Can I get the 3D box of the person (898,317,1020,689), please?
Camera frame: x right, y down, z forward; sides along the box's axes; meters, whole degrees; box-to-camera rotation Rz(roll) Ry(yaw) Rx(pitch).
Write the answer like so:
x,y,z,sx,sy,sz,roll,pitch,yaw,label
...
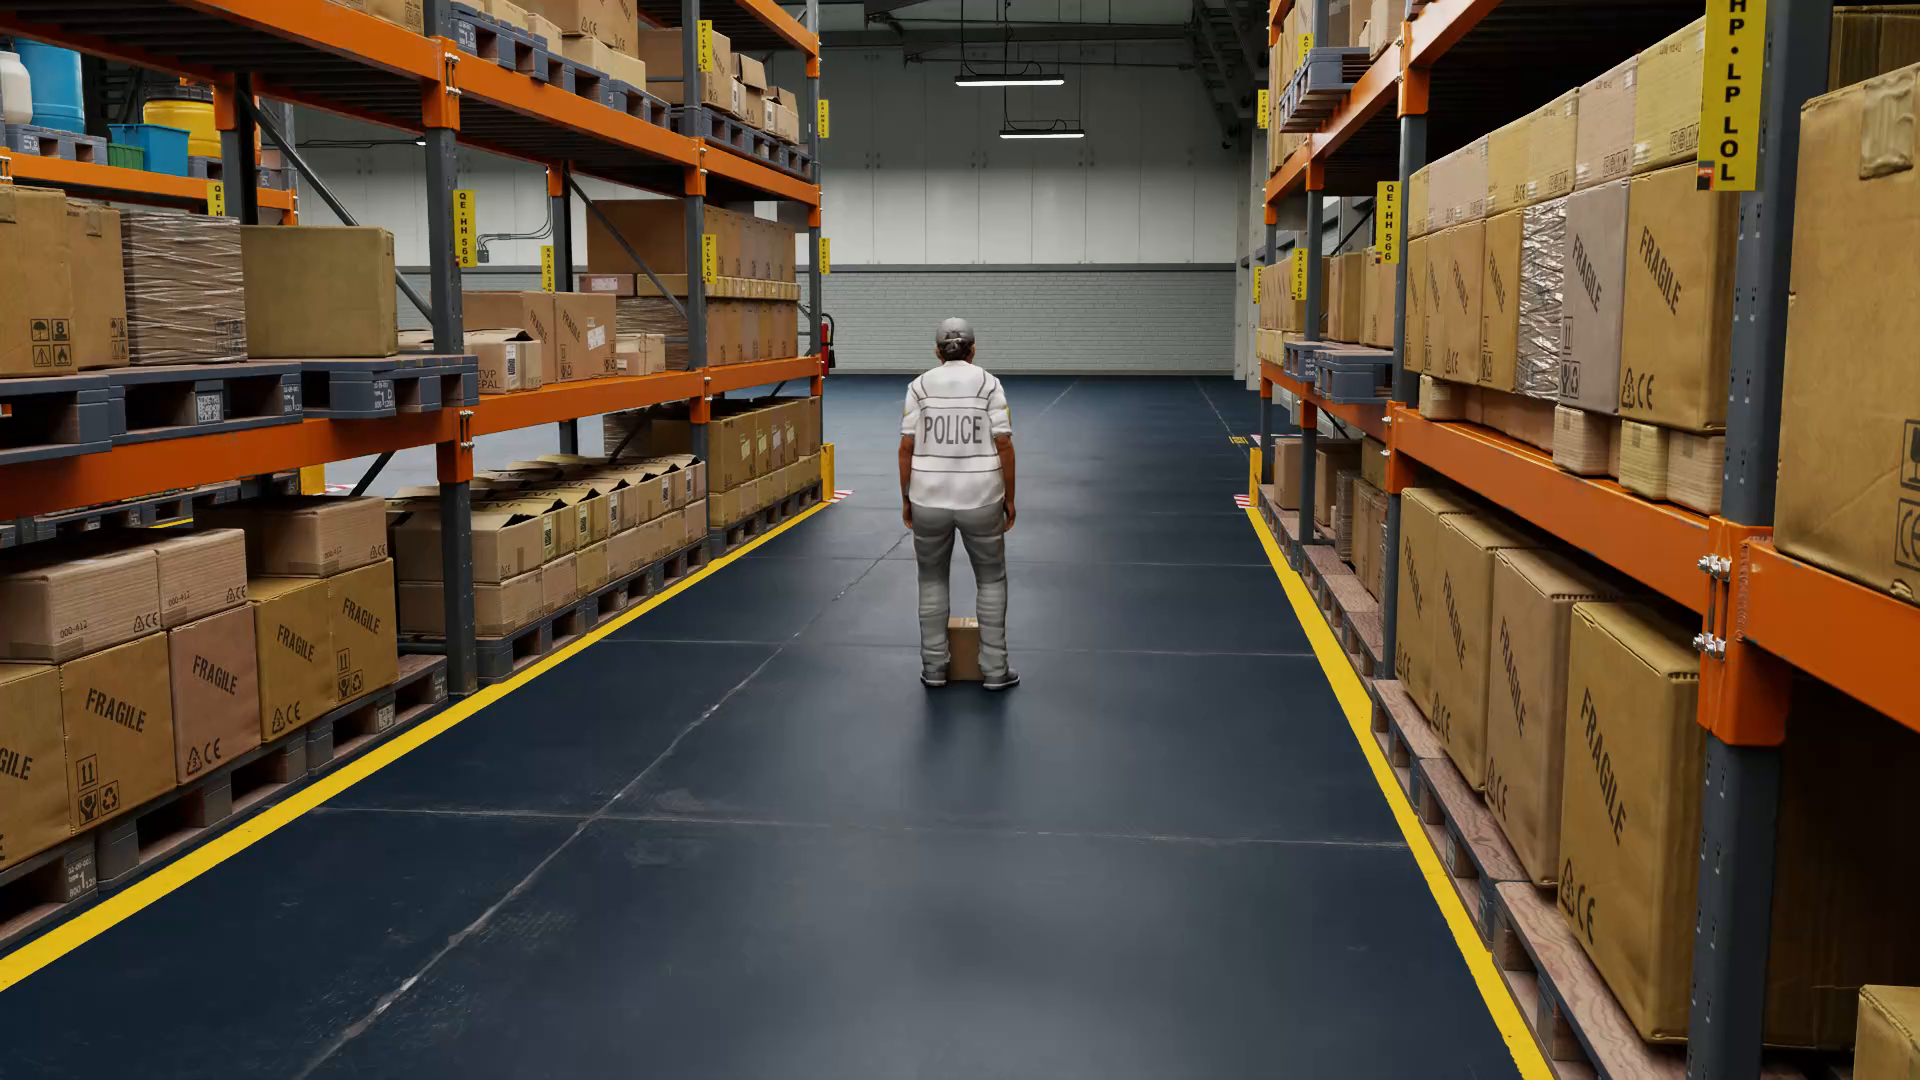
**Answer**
x,y,z,sx,sy,sz,roll,pitch,yaw,label
-0.001,-0.162,7.473,0.537,1.665,0.470,1,8,6,person
